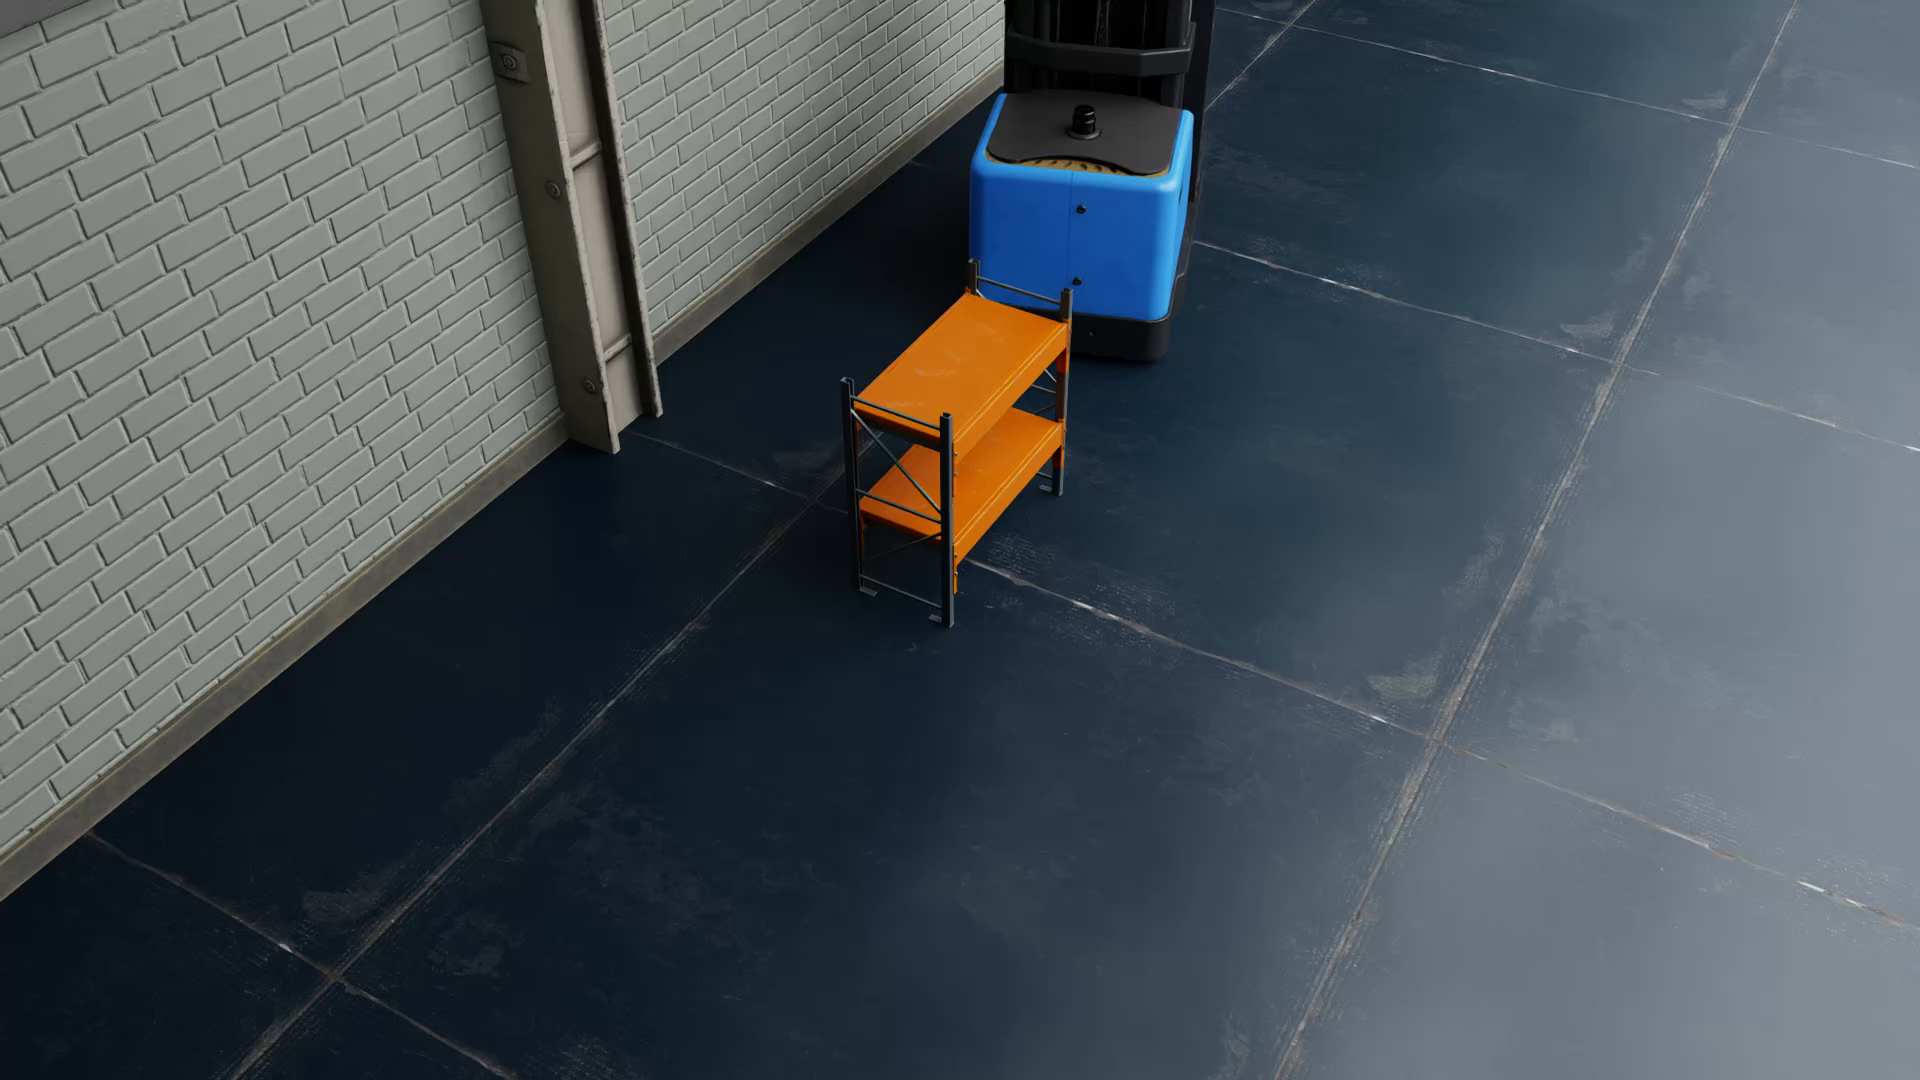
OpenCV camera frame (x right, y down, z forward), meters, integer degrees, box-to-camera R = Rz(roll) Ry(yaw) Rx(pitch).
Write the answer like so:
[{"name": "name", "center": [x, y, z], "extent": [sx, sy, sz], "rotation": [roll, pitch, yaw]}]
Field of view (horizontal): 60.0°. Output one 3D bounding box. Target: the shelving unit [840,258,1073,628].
[{"name": "shelving unit", "center": [0.003, -0.426, 7.198], "extent": [0.538, 1.125, 1.048], "rotation": [21, 45, 22]}]

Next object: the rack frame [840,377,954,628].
[{"name": "rack frame", "center": [-0.251, -0.135, 6.868], "extent": [0.500, 1.125, 0.032], "rotation": [21, 45, 22]}]

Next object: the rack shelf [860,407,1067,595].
[{"name": "rack shelf", "center": [0.003, -0.243, 7.360], "extent": [0.538, 0.278, 1.000], "rotation": [21, 45, 22]}]

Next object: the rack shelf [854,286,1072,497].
[{"name": "rack shelf", "center": [0.003, -0.646, 7.005], "extent": [0.538, 0.278, 1.000], "rotation": [21, 45, 22]}]

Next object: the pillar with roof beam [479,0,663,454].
[{"name": "pillar with roof beam", "center": [2.019, -2.529, 3.629], "extent": [9.100, 9.000, 0.400], "rotation": [21, 45, 22]}]

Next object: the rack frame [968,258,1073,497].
[{"name": "rack frame", "center": [0.258, -0.717, 7.528], "extent": [0.500, 1.125, 0.032], "rotation": [21, 45, 22]}]

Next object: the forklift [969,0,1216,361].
[{"name": "forklift", "center": [0.826, -2.997, 8.751], "extent": [1.130, 2.935, 3.031], "rotation": [8, 42, 8]}]
